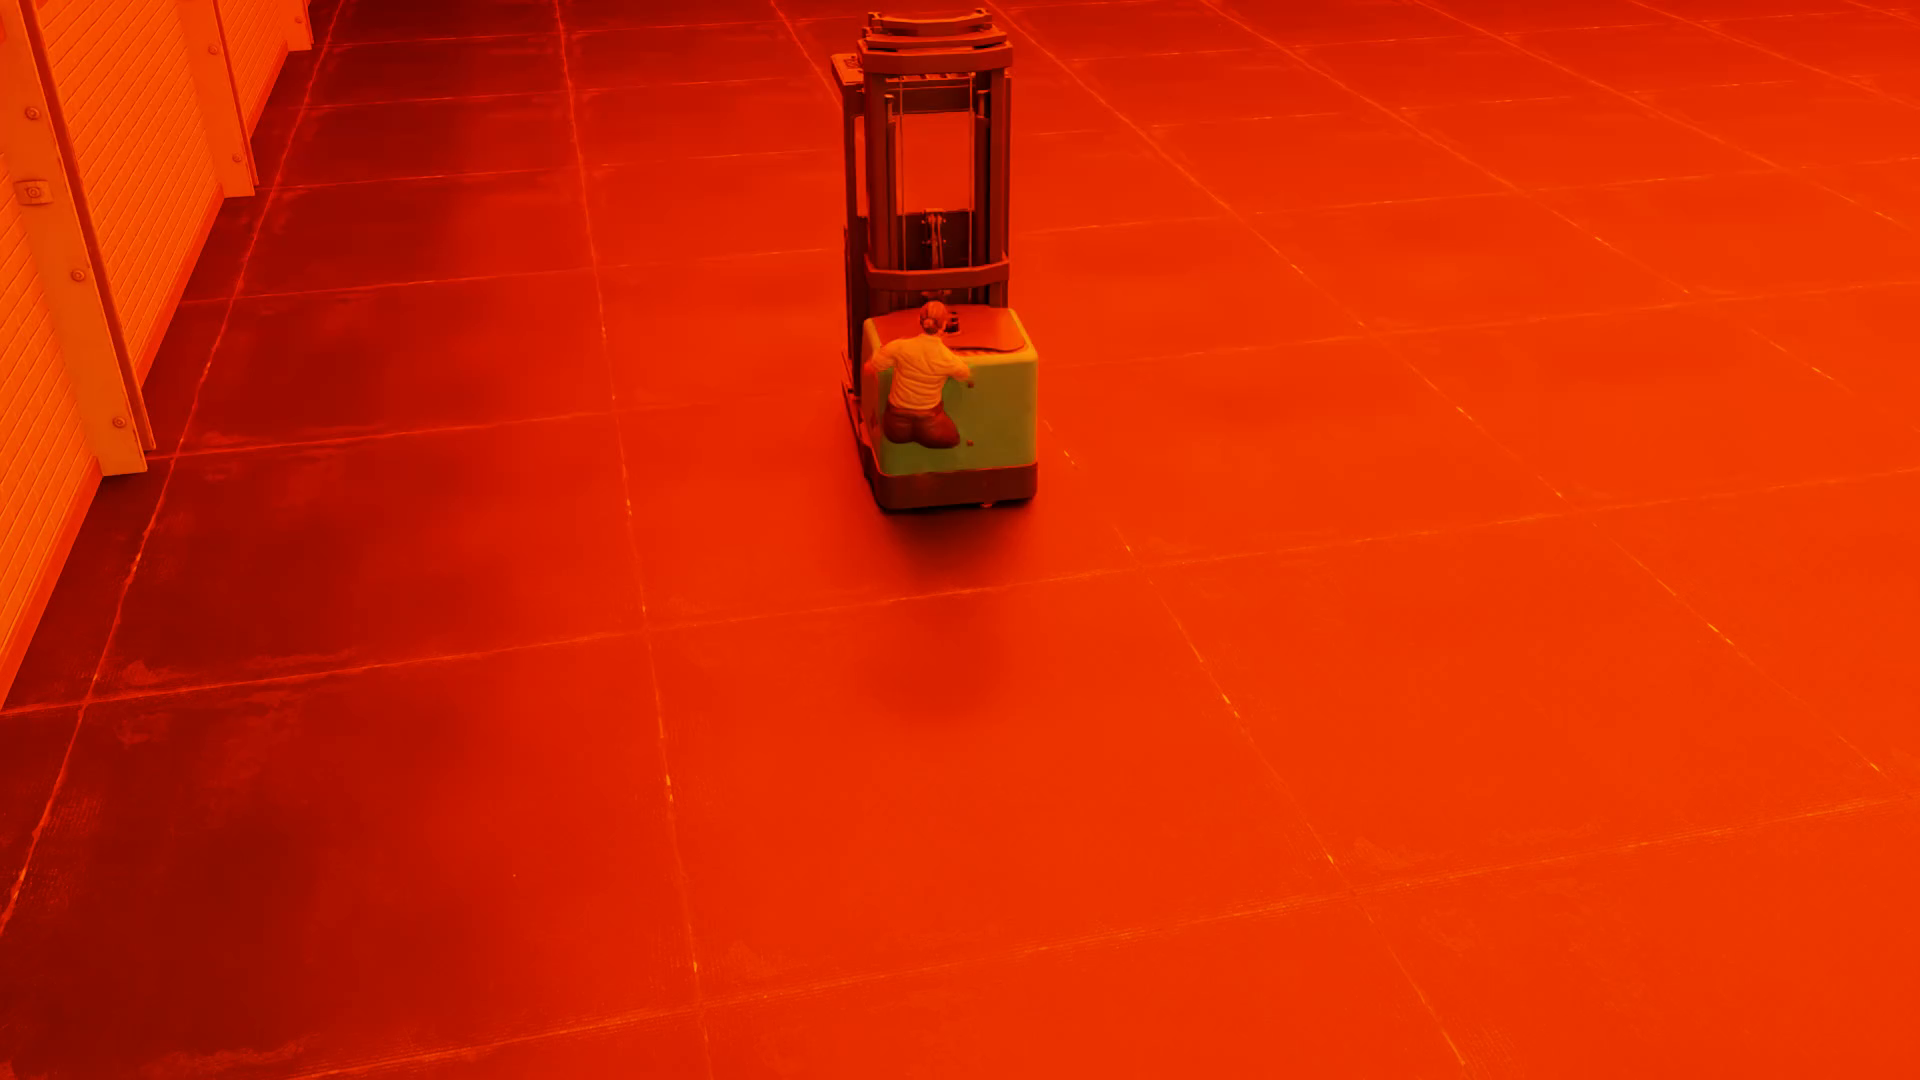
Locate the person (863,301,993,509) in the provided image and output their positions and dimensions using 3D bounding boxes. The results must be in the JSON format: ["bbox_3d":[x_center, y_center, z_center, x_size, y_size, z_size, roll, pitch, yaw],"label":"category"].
[{"bbox_3d":[-0.187,-0.880,10.580,0.840,1.437,0.720,3,30,5],"label":"person"}]

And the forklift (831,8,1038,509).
[{"bbox_3d":[-0.256,-2.187,11.353,1.130,2.935,3.031,-5,30,-9],"label":"forklift"}]
